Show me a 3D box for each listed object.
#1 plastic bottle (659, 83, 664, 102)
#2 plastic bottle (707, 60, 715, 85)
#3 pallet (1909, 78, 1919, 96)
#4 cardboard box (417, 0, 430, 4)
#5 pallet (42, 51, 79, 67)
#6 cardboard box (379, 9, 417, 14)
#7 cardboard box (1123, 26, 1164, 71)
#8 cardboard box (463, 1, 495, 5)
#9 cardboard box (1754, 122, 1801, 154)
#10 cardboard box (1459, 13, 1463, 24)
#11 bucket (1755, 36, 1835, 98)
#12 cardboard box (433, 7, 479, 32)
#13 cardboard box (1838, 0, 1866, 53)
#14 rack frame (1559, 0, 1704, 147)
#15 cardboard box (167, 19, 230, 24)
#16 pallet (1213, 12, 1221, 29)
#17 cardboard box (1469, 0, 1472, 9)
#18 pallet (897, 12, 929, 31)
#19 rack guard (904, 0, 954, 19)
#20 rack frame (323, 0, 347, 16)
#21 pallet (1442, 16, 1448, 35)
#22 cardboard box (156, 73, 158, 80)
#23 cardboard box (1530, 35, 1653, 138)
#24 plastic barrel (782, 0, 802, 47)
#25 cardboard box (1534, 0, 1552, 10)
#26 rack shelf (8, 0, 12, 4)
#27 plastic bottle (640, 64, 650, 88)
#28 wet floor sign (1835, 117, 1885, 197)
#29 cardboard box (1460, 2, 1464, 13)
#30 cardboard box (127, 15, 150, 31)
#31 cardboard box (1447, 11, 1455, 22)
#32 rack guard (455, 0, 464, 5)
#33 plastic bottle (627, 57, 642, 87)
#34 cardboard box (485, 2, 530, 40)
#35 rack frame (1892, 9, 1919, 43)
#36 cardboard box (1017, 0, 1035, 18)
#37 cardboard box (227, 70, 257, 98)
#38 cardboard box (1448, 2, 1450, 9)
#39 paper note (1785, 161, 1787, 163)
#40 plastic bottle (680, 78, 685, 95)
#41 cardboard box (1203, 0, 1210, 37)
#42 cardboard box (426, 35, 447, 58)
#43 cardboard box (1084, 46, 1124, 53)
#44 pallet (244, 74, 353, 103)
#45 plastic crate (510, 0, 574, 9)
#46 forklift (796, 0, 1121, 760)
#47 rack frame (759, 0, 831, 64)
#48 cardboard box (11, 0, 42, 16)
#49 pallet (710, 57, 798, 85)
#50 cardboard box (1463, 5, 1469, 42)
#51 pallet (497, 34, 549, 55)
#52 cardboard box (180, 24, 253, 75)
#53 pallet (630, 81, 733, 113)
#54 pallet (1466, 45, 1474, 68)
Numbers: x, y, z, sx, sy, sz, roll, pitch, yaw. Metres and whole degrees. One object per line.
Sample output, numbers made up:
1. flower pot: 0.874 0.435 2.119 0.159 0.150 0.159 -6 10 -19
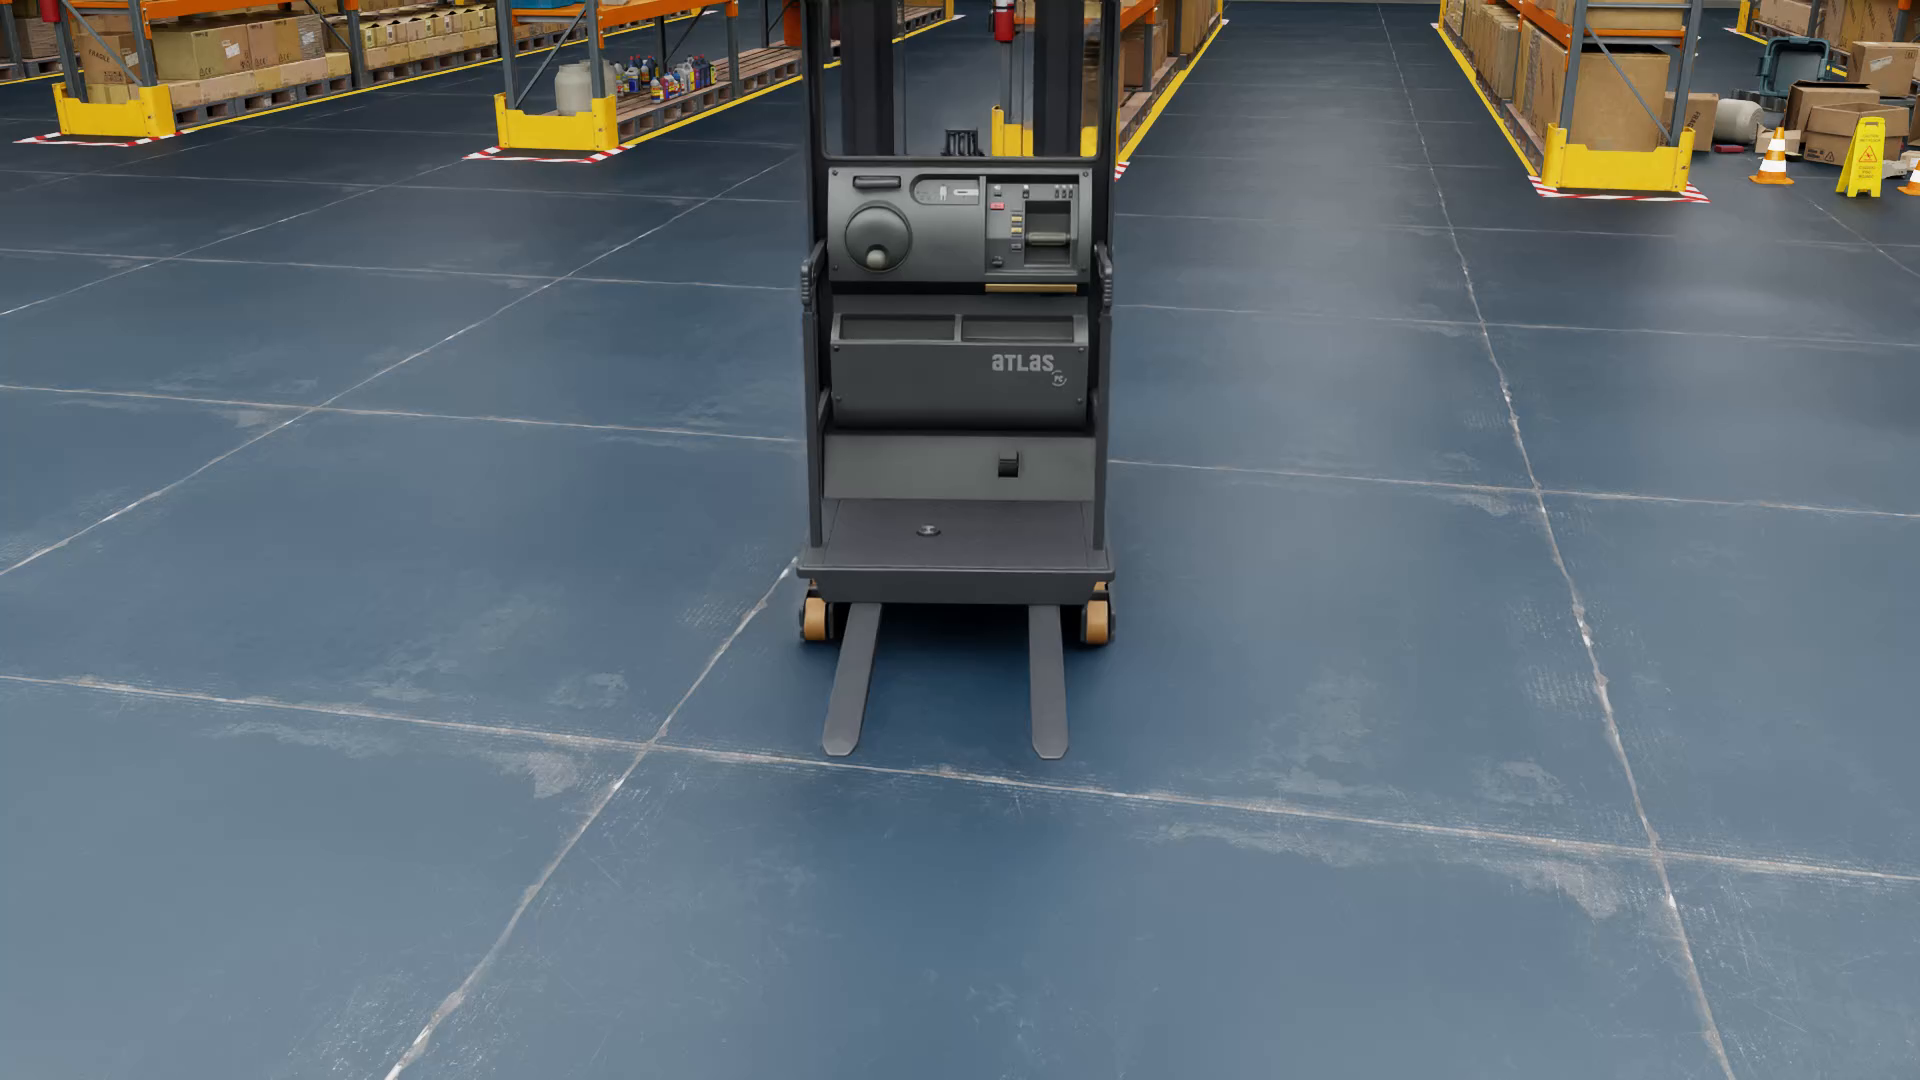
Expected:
1. plastic bottle: -3.277 -4.873 18.095 0.097 0.201 0.097 0 22 0
2. plastic bottle: -2.933 -5.496 19.531 0.061 0.283 0.133 6 23 14
3. pallet: 12.048 -5.503 20.236 1.003 0.211 1.213 4 22 11
4. cardboard box: -10.554 -10.485 31.657 0.700 0.500 0.500 4 22 11
5. pallet: -12.452 -6.947 23.820 1.003 0.211 1.213 4 22 11
6. cardboard box: -7.789 -7.226 23.147 0.500 0.311 0.500 4 22 9
7. cardboard box: 2.181 -6.224 21.050 0.700 0.500 0.500 6 23 15
8. cardboard box: -7.228 -7.999 25.457 0.500 0.500 0.500 5 23 13
9. cardboard box: 7.979 -3.923 16.238 0.396 0.266 0.258 8 23 20
10. cardboard box: 7.912 -8.036 25.646 0.380 0.149 0.250 5 22 12
11. bucket: 8.756 -4.921 17.404 0.726 0.611 0.620 13 15 29
12. cardboard box: -7.155 -7.373 23.513 0.500 0.311 0.500 4 22 10
13. cardboard box: 12.800 -7.191 22.975 0.875 0.875 0.875 5 22 12
14. rack frame: 5.710 -4.497 14.005 1.000 3.000 0.127 4 22 11
15. cardboard box: -8.711 -5.704 19.117 0.500 0.500 0.500 4 22 11
16. pallet: 4.054 -9.172 29.344 1.003 0.211 1.213 4 22 11
17. cardboard box: 7.643 -7.824 24.045 0.500 0.250 0.500 5 22 12
18. pallet: -1.166 -9.104 29.177 1.003 0.211 1.213 4 22 11
19. rack guard: -0.716 -9.992 30.993 1.175 0.500 0.348 4 22 11
20. rack frame: -11.223 -10.434 28.745 1.000 3.000 0.127 4 22 11
21. pallet: 8.759 -8.733 28.255 1.003 0.211 1.213 4 22 11
22. cardboard box: -8.911 -4.990 18.348 0.500 0.250 0.500 4 22 11
23. cardboard box: 5.961 -4.281 15.751 0.875 0.875 0.875 4 22 10
24. plastic barrel: -2.258 -7.584 24.012 0.600 0.830 0.708 4 22 11
25. cardboard box: 6.147 -5.502 16.300 0.875 0.550 0.550 4 22 11
26. rack shelf: -12.448 -7.906 23.431 1.077 0.370 4.000 4 22 11
27. plastic bottle: -3.640 -5.365 19.223 0.097 0.271 0.097 0 22 0
28. wet floor sign: 7.643 -3.243 14.043 0.267 0.644 0.232 1 22 2
29. cardboard box: 7.990 -8.281 25.856 0.380 0.149 0.250 5 22 12
30. cardboard box: -12.354 -7.568 24.388 0.700 0.500 0.500 4 22 11
31. cardboard box: 8.378 -8.775 27.881 0.380 0.149 0.250 5 22 12
32. rack guard: -10.402 -10.746 32.866 1.175 0.500 0.348 4 22 11
33. plastic bottle: -3.767 -5.395 19.192 0.144 0.351 0.185 4 22 9
34. cardboard box: -6.817 -7.784 24.922 0.500 0.500 0.500 5 23 13
35. rack frame: 12.209 -7.082 20.424 1.000 3.000 0.127 4 22 11
36. cardboard box: 0.731 -4.916 15.380 0.380 0.149 0.250 4 22 11
37. cardboard box: -8.294 -5.133 18.702 0.500 0.250 0.500 4 22 11
38. cardboard box: 8.506 -9.091 28.267 0.380 0.149 0.250 4 22 11
39. paper note: 7.684 -3.548 15.624 0.144 0.017 0.142 13 25 29
40. plastic bottle: -3.146 -5.108 18.679 0.097 0.201 0.097 0 22 0
41. cardboard box: 3.213 -8.274 25.666 1.225 0.875 0.875 5 22 11
42. cardboard box: -7.367 -6.742 22.697 0.500 0.250 0.500 5 22 12
43. cardboard box: 1.571 -5.267 18.700 0.500 0.500 0.500 4 22 9
44. pallet: -8.209 -5.550 20.353 1.003 0.211 1.213 4 22 11
45. plastic crate: -4.164 -5.427 16.512 0.499 0.251 0.616 4 22 11
46. forklift: -0.004 -1.102 5.668 1.130 2.935 3.031 1 22 1
47. rack frame: -2.341 -8.215 23.237 1.000 3.000 0.127 4 22 11
48. cardboard box: -12.635 -7.332 22.797 0.500 0.250 0.500 4 22 10
49. pallet: -2.788 -6.197 21.958 1.003 0.211 1.213 4 22 11
50. cardboard box: 7.748 -7.671 24.669 0.500 0.500 0.500 5 23 13
51. pallet: -7.000 -7.571 25.370 1.003 0.211 1.213 4 22 11
52. cardboard box: -8.305 -5.482 18.564 0.500 0.500 0.500 4 22 11
53. pallet: -3.335 -5.217 19.524 1.003 0.211 1.213 4 22 11
54. pallet: 7.755 -6.860 23.604 1.003 0.211 1.213 4 22 11
